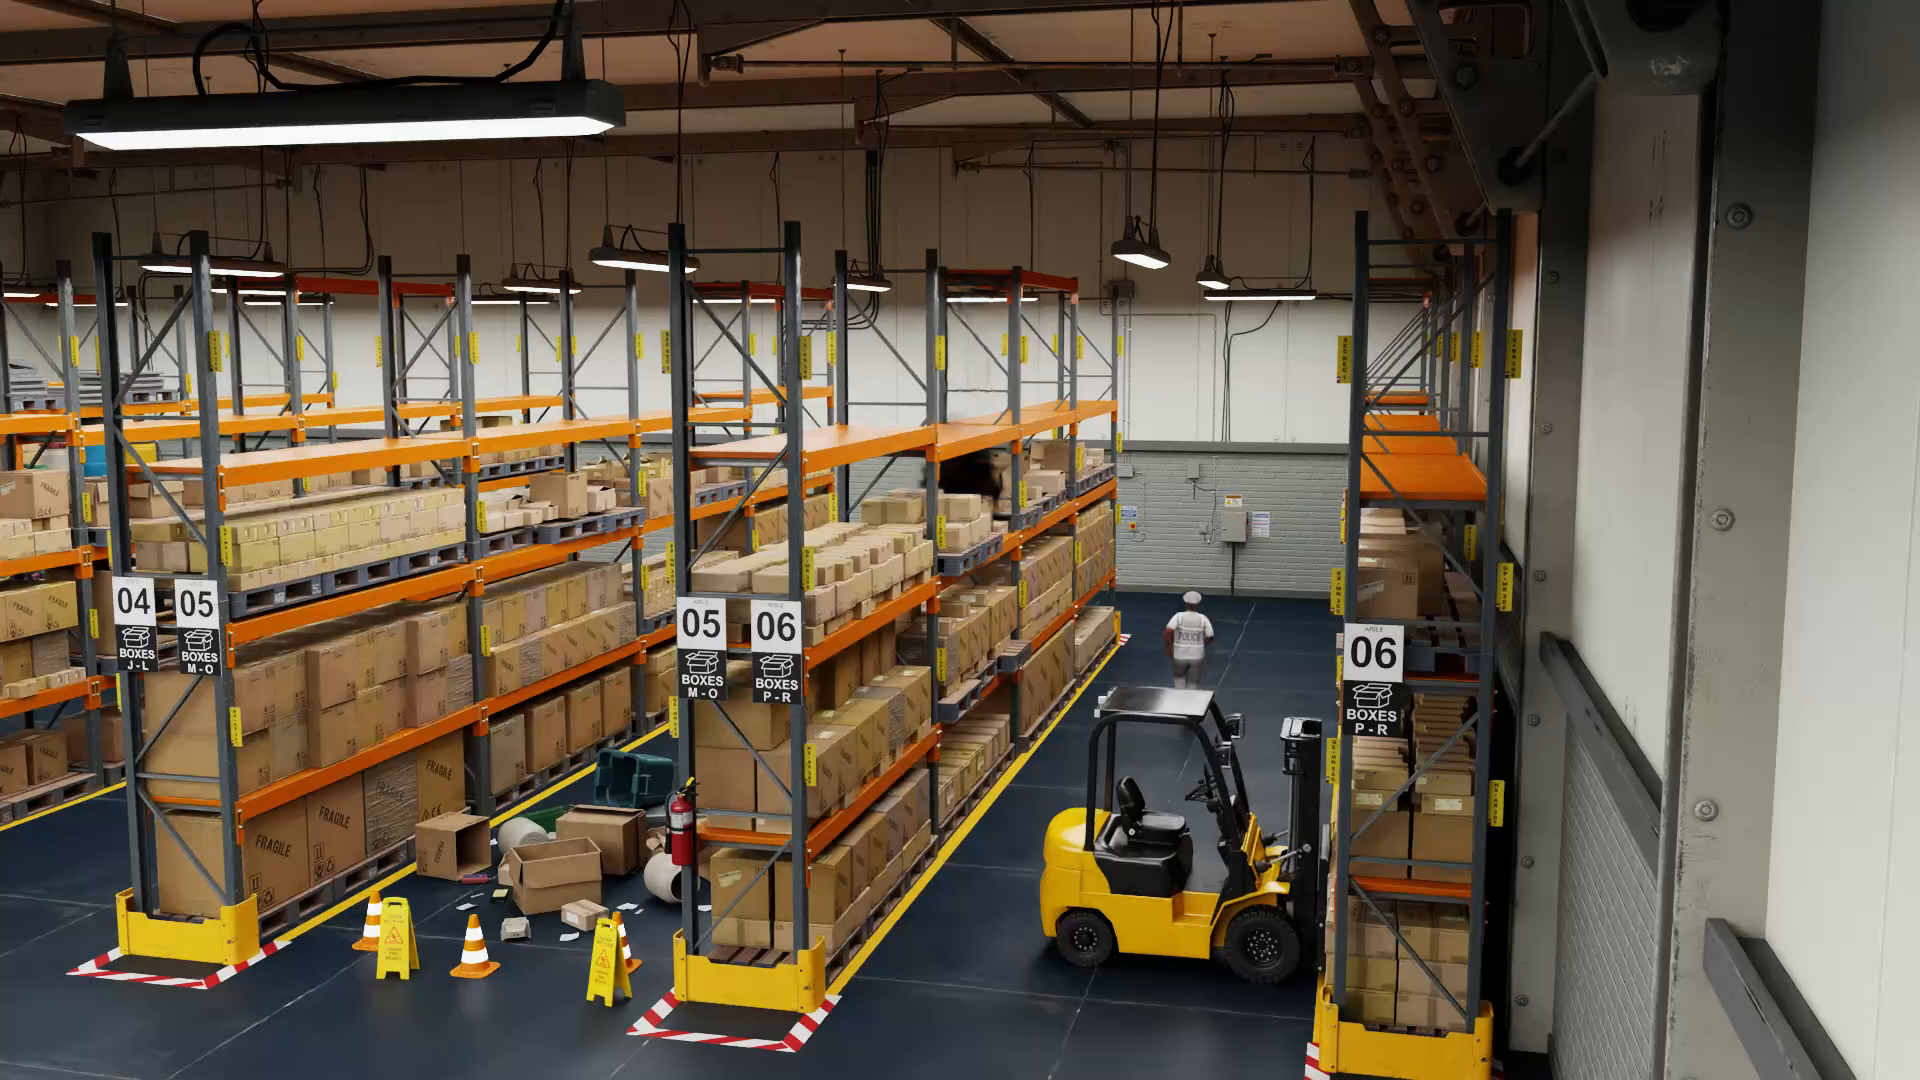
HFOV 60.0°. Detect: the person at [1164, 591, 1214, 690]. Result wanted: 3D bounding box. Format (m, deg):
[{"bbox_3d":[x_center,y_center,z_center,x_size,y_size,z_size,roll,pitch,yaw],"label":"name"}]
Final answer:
[{"bbox_3d":[3.087,1.563,22.498,0.672,1.759,0.629,1,7,7],"label":"person"}]
